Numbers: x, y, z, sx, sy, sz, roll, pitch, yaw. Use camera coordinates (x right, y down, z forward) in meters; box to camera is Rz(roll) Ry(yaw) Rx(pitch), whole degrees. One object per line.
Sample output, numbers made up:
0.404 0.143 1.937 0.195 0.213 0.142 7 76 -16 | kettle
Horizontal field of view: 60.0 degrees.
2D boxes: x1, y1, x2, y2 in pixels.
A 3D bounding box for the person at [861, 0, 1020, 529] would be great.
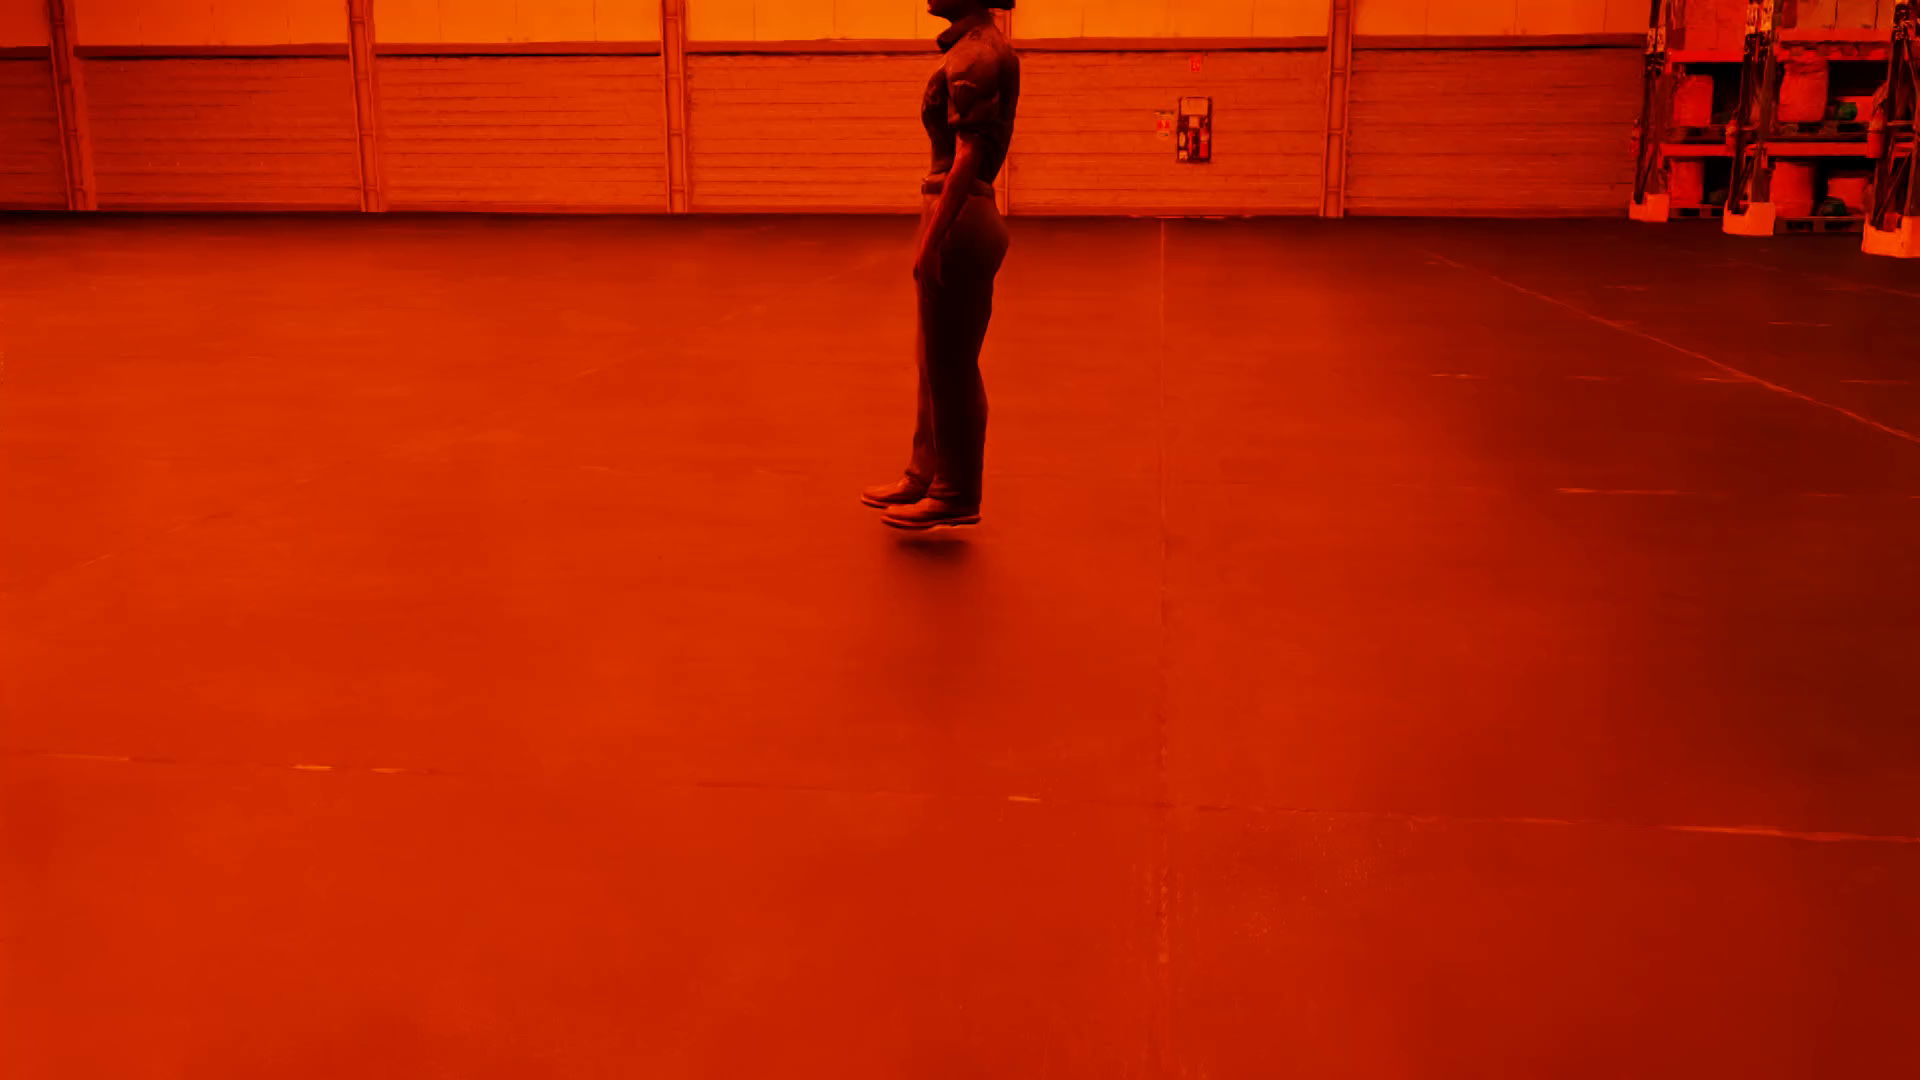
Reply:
-0.085 -0.858 4.777 0.504 1.654 0.570 2 13 7 | person
